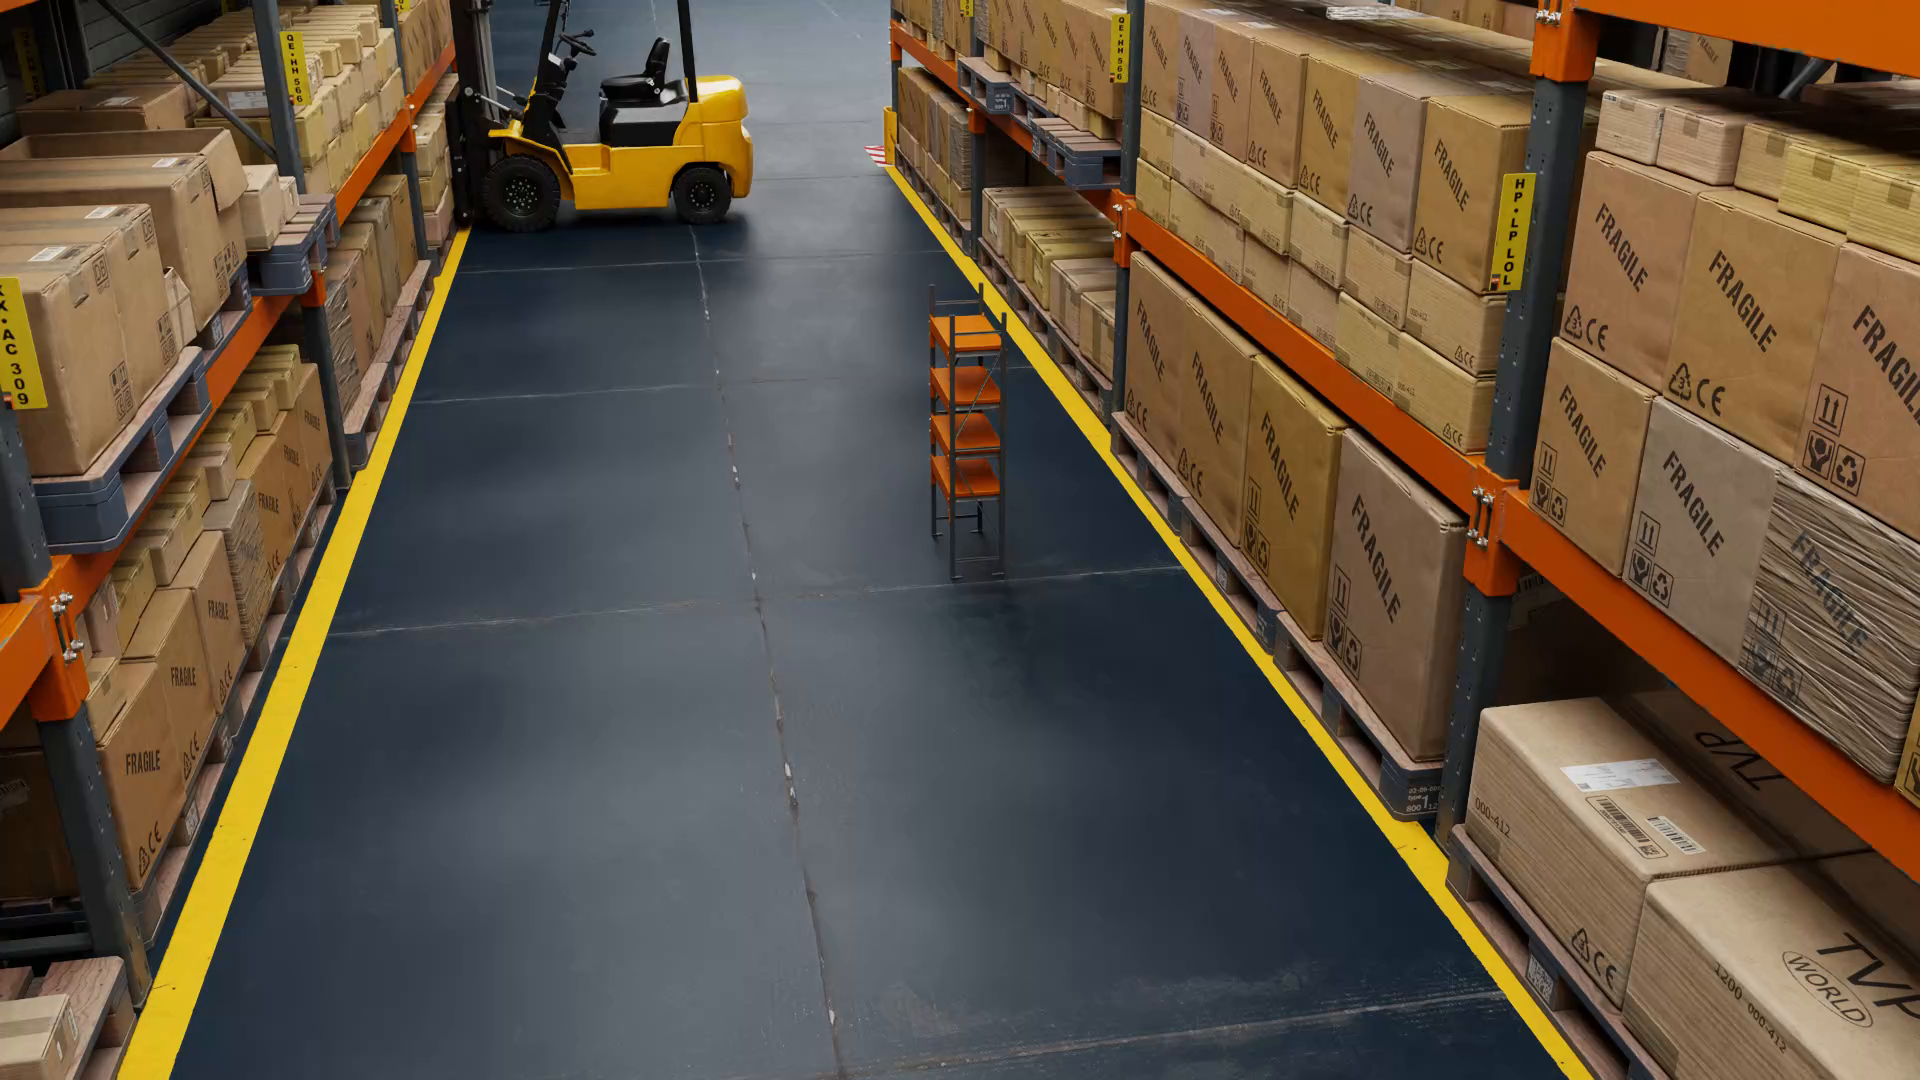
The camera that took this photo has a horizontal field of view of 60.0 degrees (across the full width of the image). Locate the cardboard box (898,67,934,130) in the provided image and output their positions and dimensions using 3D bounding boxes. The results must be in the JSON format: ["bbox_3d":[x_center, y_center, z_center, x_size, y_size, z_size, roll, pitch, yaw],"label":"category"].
[{"bbox_3d":[-0.274,-4.048,15.245,0.500,0.500,0.500,-5,24,-12],"label":"cardboard box"}]

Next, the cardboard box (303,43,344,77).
[{"bbox_3d":[-3.573,-2.601,9.022,0.380,0.149,0.250,-4,24,-9],"label":"cardboard box"}]

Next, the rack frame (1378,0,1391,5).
[{"bbox_3d":[4.690,-5.525,16.654,1.000,3.000,0.127,-4,24,-10],"label":"rack frame"}]

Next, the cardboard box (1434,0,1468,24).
[{"bbox_3d":[4.906,-5.007,15.280,0.875,0.550,0.550,-4,24,-10],"label":"cardboard box"}]

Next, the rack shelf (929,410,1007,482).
[{"bbox_3d":[0.031,-0.423,7.388,0.258,0.148,0.480,-4,24,-10],"label":"rack shelf"}]

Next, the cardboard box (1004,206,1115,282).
[{"bbox_3d":[0.819,-2.046,11.444,0.950,0.372,0.625,-3,24,-6],"label":"cardboard box"}]

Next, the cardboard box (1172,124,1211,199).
[{"bbox_3d":[1.269,-1.712,7.485,0.500,0.250,0.500,-4,24,-8],"label":"cardboard box"}]

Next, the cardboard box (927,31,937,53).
[{"bbox_3d":[-0.068,-4.136,13.785,0.380,0.149,0.250,-4,24,-9],"label":"cardboard box"}]

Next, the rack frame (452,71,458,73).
[{"bbox_3d":[-5.033,-4.751,14.879,1.000,3.000,0.127,-4,24,-10],"label":"rack frame"}]

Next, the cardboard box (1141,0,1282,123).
[{"bbox_3d":[1.174,-2.265,7.813,0.500,0.500,0.500,-5,24,-12],"label":"cardboard box"}]

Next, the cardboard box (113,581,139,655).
[{"bbox_3d":[-2.805,0.261,5.192,0.380,0.149,0.250,-6,24,-12],"label":"cardboard box"}]

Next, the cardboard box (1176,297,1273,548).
[{"bbox_3d":[1.530,-0.562,7.420,0.875,0.875,0.875,-4,24,-9],"label":"cardboard box"}]

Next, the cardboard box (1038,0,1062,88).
[{"bbox_3d":[0.765,-2.906,9.636,0.500,0.500,0.500,-6,24,-13],"label":"cardboard box"}]

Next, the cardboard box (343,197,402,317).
[{"bbox_3d":[-4.050,-1.771,10.500,0.875,0.625,0.625,-5,24,-10],"label":"cardboard box"}]

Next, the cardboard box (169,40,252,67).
[{"bbox_3d":[-4.116,-2.662,9.163,0.380,0.149,0.250,-4,24,-8],"label":"cardboard box"}]

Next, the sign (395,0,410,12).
[{"bbox_3d":[-3.762,-3.715,11.162,0.100,0.325,0.005,-4,24,-10],"label":"sign"}]

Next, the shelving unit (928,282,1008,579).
[{"bbox_3d":[0.031,-0.485,7.361,0.258,1.200,0.503,-4,24,-10],"label":"shelving unit"}]

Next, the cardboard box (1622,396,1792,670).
[{"bbox_3d":[1.981,-0.043,3.976,0.500,0.500,0.500,-4,24,-9],"label":"cardboard box"}]

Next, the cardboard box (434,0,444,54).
[{"bbox_3d":[-4.502,-4.216,13.530,0.500,0.500,0.500,-5,24,-11],"label":"cardboard box"}]

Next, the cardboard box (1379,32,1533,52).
[{"bbox_3d":[1.951,-1.696,6.512,0.500,0.500,0.500,-5,24,-11],"label":"cardboard box"}]

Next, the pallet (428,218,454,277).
[{"bbox_3d":[-4.400,-2.215,12.558,1.003,0.211,1.213,-4,24,-10],"label":"pallet"}]

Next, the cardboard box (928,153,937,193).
[{"bbox_3d":[0.012,-3.100,14.011,0.500,0.250,0.500,-4,24,-9],"label":"cardboard box"}]

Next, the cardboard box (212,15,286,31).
[{"bbox_3d":[-4.396,-3.158,10.299,0.380,0.149,0.250,-4,24,-10],"label":"cardboard box"}]

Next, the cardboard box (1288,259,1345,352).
[{"bbox_3d":[1.565,-0.889,6.224,0.500,0.250,0.500,-5,24,-11],"label":"cardboard box"}]

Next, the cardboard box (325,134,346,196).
[{"bbox_3d":[-3.484,-1.926,8.599,0.500,0.250,0.500,-5,24,-11],"label":"cardboard box"}]

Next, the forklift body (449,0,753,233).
[{"bbox_3d":[-2.890,-3.751,13.651,2.313,2.155,1.214,-4,24,-10],"label":"forklift body"}]

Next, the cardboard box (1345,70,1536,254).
[{"bbox_3d":[1.631,-1.263,5.521,0.500,0.500,0.500,-4,24,-9],"label":"cardboard box"}]

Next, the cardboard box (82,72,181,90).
[{"bbox_3d":[-3.971,-2.155,8.000,0.380,0.149,0.250,-4,24,-8],"label":"cardboard box"}]

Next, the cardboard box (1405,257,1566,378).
[{"bbox_3d":[1.743,-0.715,5.202,0.500,0.250,0.500,-4,24,-10],"label":"cardboard box"}]

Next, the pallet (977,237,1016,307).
[{"bbox_3d":[0.729,-1.962,11.979,1.003,0.211,1.213,-4,24,-10],"label":"pallet"}]

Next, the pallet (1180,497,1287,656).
[{"bbox_3d":[1.617,0.100,7.258,1.003,0.211,1.213,-4,24,-10],"label":"pallet"}]

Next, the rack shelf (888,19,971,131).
[{"bbox_3d":[0.214,-4.003,14.067,1.077,0.370,4.000,-4,24,-10],"label":"rack shelf"}]

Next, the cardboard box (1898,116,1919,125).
[{"bbox_3d":[2.411,-0.892,3.861,0.380,0.149,0.250,-4,24,-10],"label":"cardboard box"}]

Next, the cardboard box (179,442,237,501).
[{"bbox_3d":[-2.996,-0.249,6.360,0.380,0.149,0.250,-5,24,-12],"label":"cardboard box"}]

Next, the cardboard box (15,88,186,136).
[{"bbox_3d":[-3.613,-1.628,7.080,0.500,0.500,0.500,-3,24,-7],"label":"cardboard box"}]

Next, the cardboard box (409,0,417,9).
[{"bbox_3d":[-4.192,-3.970,12.156,0.380,0.149,0.250,-4,24,-9],"label":"cardboard box"}]

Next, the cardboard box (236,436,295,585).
[{"bbox_3d":[-3.083,-0.097,6.823,0.500,0.500,0.500,-3,24,-7],"label":"cardboard box"}]

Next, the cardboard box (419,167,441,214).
[{"bbox_3d":[-4.080,-2.552,12.131,0.500,0.250,0.500,-4,24,-10],"label":"cardboard box"}]

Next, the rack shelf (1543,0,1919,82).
[{"bbox_3d":[2.433,-0.658,2.659,1.077,0.370,4.000,-4,24,-10],"label":"rack shelf"}]

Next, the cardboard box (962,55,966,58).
[{"bbox_3d":[0.225,-3.535,12.409,0.380,0.149,0.250,-5,24,-10],"label":"cardboard box"}]

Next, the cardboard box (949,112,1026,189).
[{"bbox_3d":[0.211,-3.035,12.925,0.500,0.500,0.500,-5,24,-10],"label":"cardboard box"}]

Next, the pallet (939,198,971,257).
[{"bbox_3d":[0.425,-2.530,13.278,1.003,0.211,1.213,-4,24,-10],"label":"pallet"}]

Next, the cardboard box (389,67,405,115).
[{"bbox_3d":[-3.943,-2.930,10.897,0.500,0.250,0.500,-4,24,-9],"label":"cardboard box"}]

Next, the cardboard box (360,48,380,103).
[{"bbox_3d":[-3.761,-2.760,9.884,0.500,0.250,0.500,-4,24,-9],"label":"cardboard box"}]

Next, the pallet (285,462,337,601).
[{"bbox_3d":[-3.453,-0.029,7.554,1.003,0.211,1.213,-4,24,-10],"label":"pallet"}]

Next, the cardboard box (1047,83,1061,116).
[{"bbox_3d":[0.717,-2.564,9.663,0.380,0.149,0.250,-4,24,-9],"label":"cardboard box"}]

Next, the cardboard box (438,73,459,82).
[{"bbox_3d":[-4.642,-3.983,14.784,0.500,0.250,0.500,-4,24,-8],"label":"cardboard box"}]

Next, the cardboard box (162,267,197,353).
[{"bbox_3d":[-2.694,-0.736,5.331,0.396,0.266,0.258,-3,24,-7],"label":"cardboard box"}]

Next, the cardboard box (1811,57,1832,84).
[{"bbox_3d":[5.639,-2.975,10.689,0.500,0.500,0.500,-5,24,-11],"label":"cardboard box"}]

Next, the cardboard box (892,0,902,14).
[{"bbox_3d":[-0.341,-5.095,15.171,0.500,0.500,0.500,-5,24,-11],"label":"cardboard box"}]

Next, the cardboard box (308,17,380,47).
[{"bbox_3d":[-3.774,-3.108,10.184,0.380,0.149,0.250,-5,24,-11],"label":"cardboard box"}]

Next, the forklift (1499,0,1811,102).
[{"bbox_3d":[3.015,-1.612,7.778,1.130,2.935,3.031,-4,24,-10],"label":"forklift"}]

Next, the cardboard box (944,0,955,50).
[{"bbox_3d":[0.155,-4.087,12.862,0.500,0.500,0.500,-4,24,-8],"label":"cardboard box"}]

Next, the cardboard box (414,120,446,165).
[{"bbox_3d":[-4.159,-2.983,12.494,0.500,0.250,0.500,-4,24,-10],"label":"cardboard box"}]

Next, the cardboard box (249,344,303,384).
[{"bbox_3d":[-3.214,-0.773,7.559,0.380,0.149,0.250,-5,24,-12],"label":"cardboard box"}]

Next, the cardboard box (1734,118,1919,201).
[{"bbox_3d":[2.018,-0.860,3.787,0.380,0.149,0.250,-5,24,-10],"label":"cardboard box"}]

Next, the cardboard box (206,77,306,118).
[{"bbox_3d":[-3.324,-2.094,7.862,0.380,0.149,0.250,-4,24,-8],"label":"cardboard box"}]

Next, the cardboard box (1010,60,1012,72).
[{"bbox_3d":[0.540,-3.178,11.068,0.380,0.149,0.250,-3,24,-6],"label":"cardboard box"}]
